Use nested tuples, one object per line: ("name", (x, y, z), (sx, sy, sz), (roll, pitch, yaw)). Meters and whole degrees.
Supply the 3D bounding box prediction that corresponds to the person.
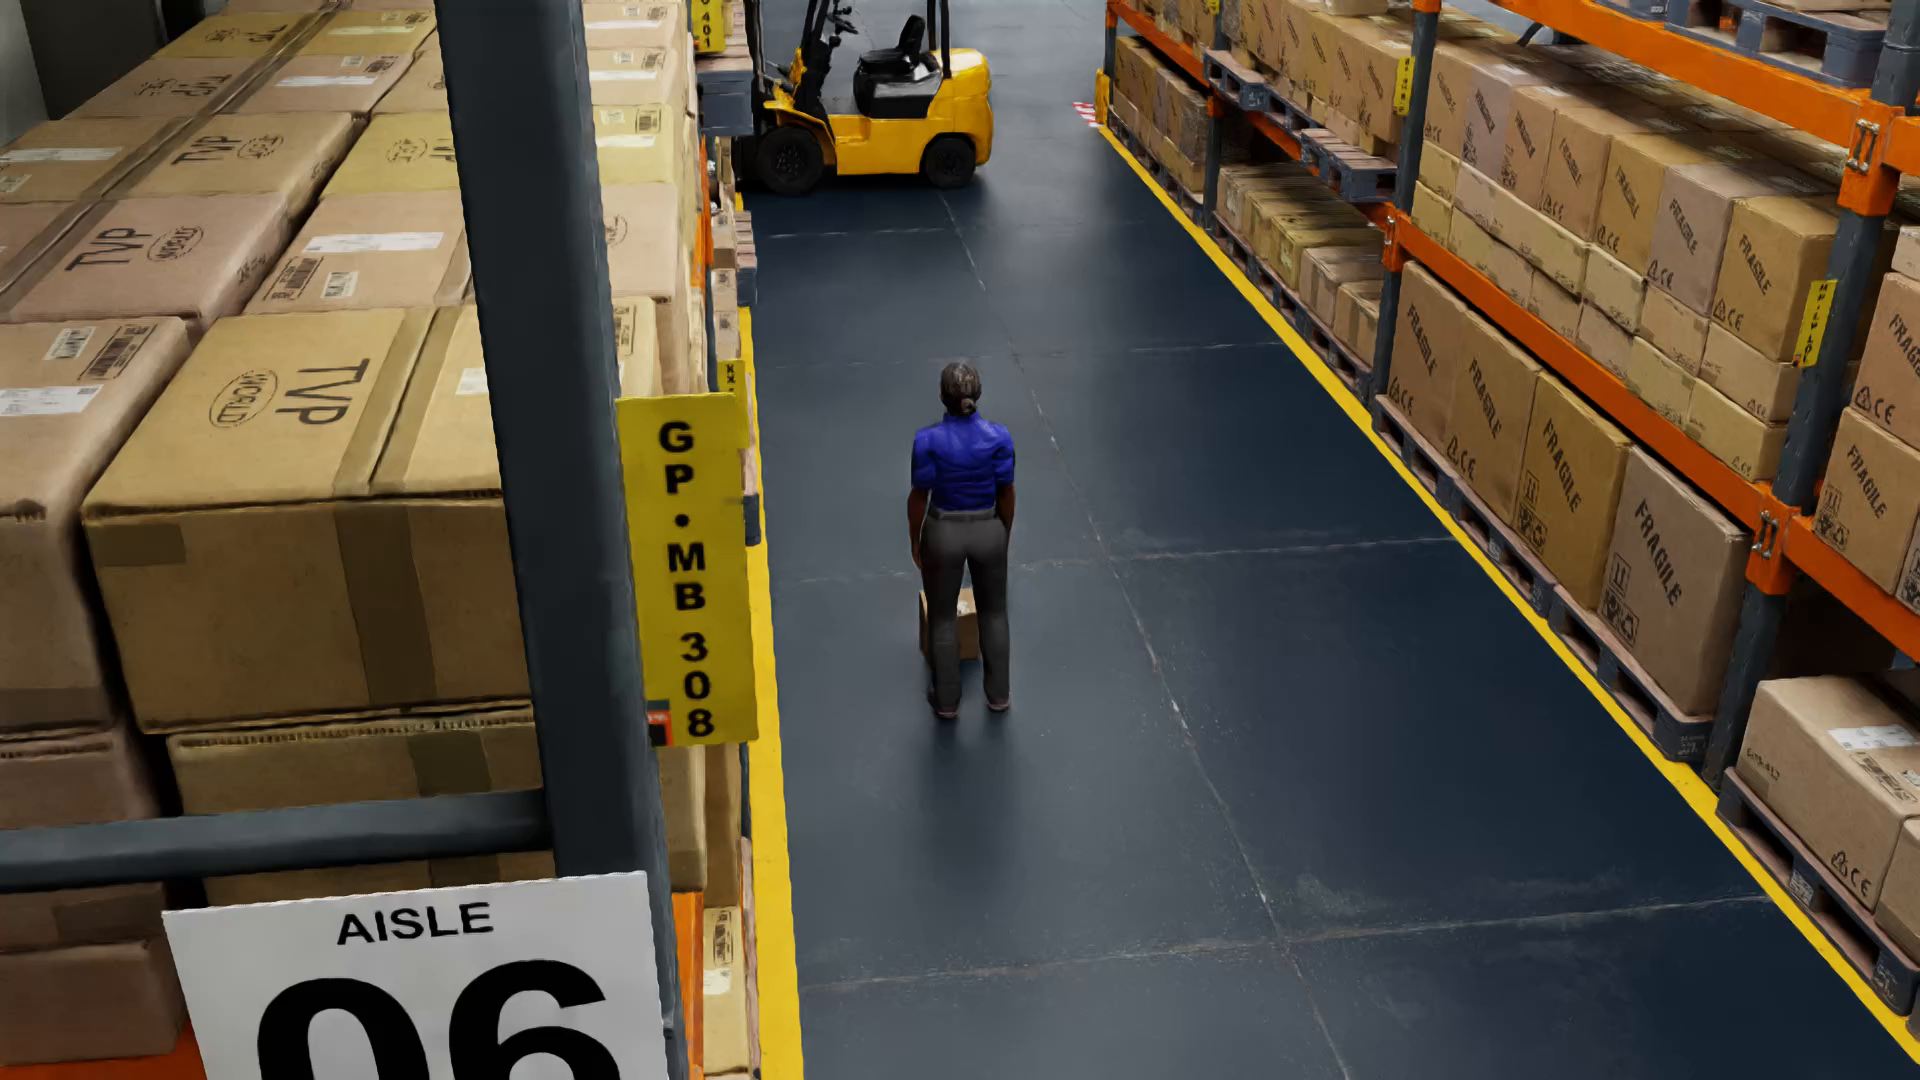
("person", (0.008, -0.005, 7.135), (0.469, 1.658, 0.355), (-3, 27, -6))
